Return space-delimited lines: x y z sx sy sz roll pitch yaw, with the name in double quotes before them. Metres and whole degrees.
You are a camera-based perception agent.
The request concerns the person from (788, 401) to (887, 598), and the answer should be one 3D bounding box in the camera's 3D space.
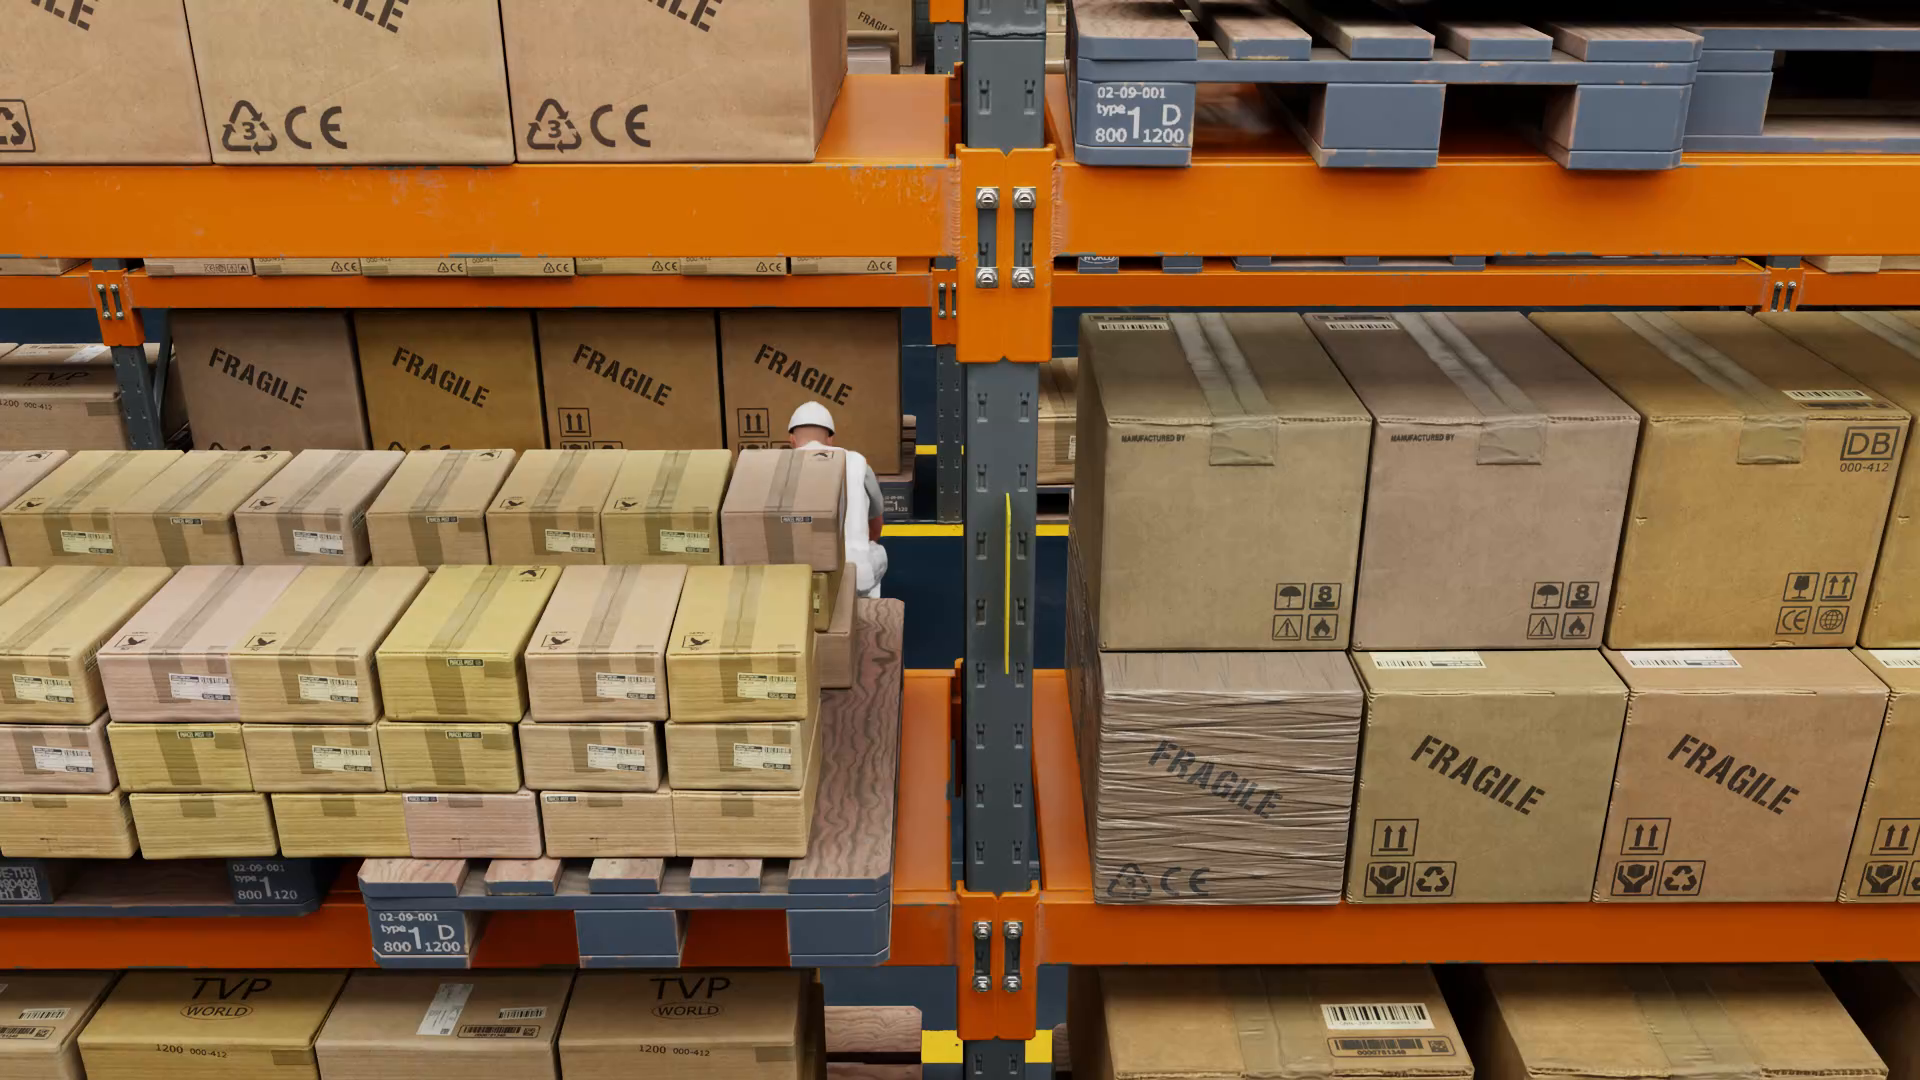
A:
"person" -0.594 -0.038 7.146 0.556 0.998 0.866 0 24 -1
